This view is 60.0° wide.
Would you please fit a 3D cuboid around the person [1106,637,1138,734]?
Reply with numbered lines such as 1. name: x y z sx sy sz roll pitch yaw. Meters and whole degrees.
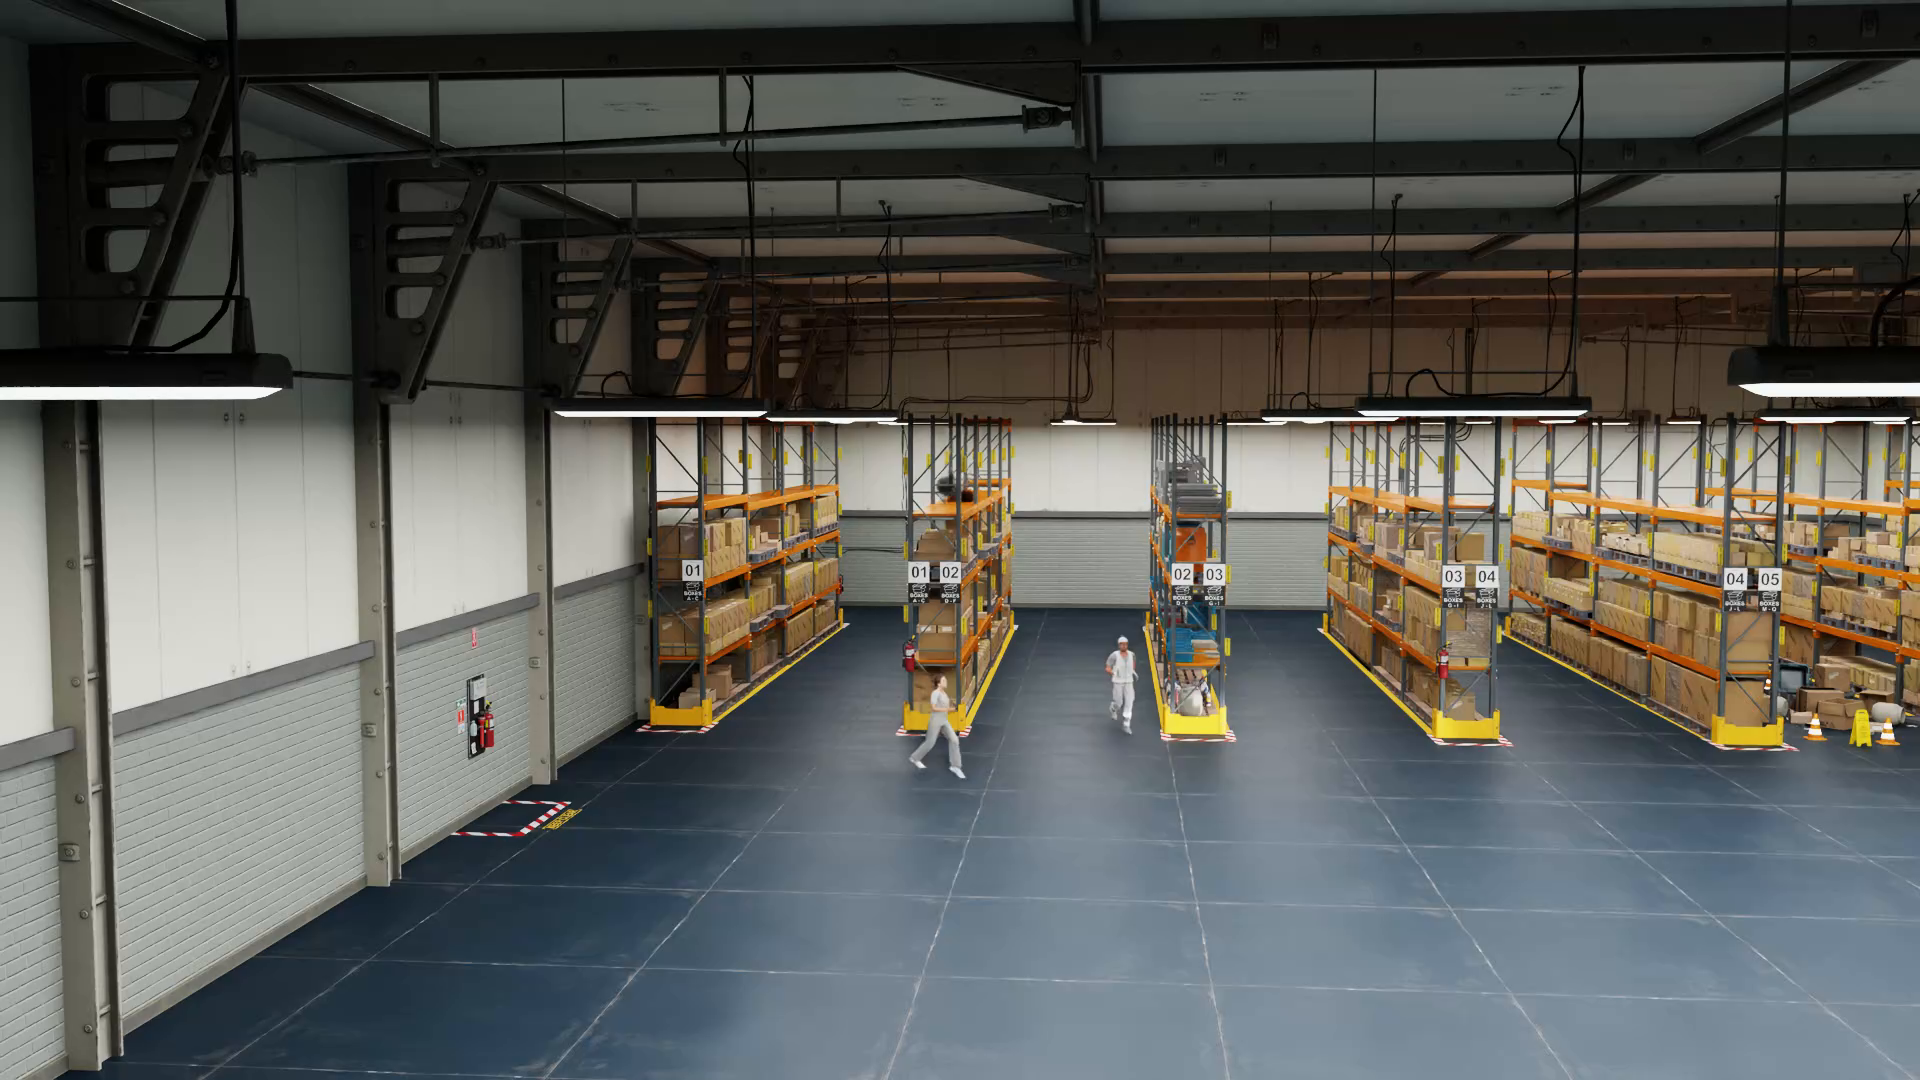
1. person: 3.077 2.723 31.516 0.657 1.796 0.944 -1 4 -13

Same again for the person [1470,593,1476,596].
1. person: 14.023 1.735 46.467 0.597 1.740 0.728 -2 4 -27

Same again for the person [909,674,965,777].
1. person: -0.390 3.054 27.395 0.961 1.706 0.535 2 4 30

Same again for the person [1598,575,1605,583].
1. person: 18.241 1.781 47.184 0.588 1.573 0.533 1 4 7
